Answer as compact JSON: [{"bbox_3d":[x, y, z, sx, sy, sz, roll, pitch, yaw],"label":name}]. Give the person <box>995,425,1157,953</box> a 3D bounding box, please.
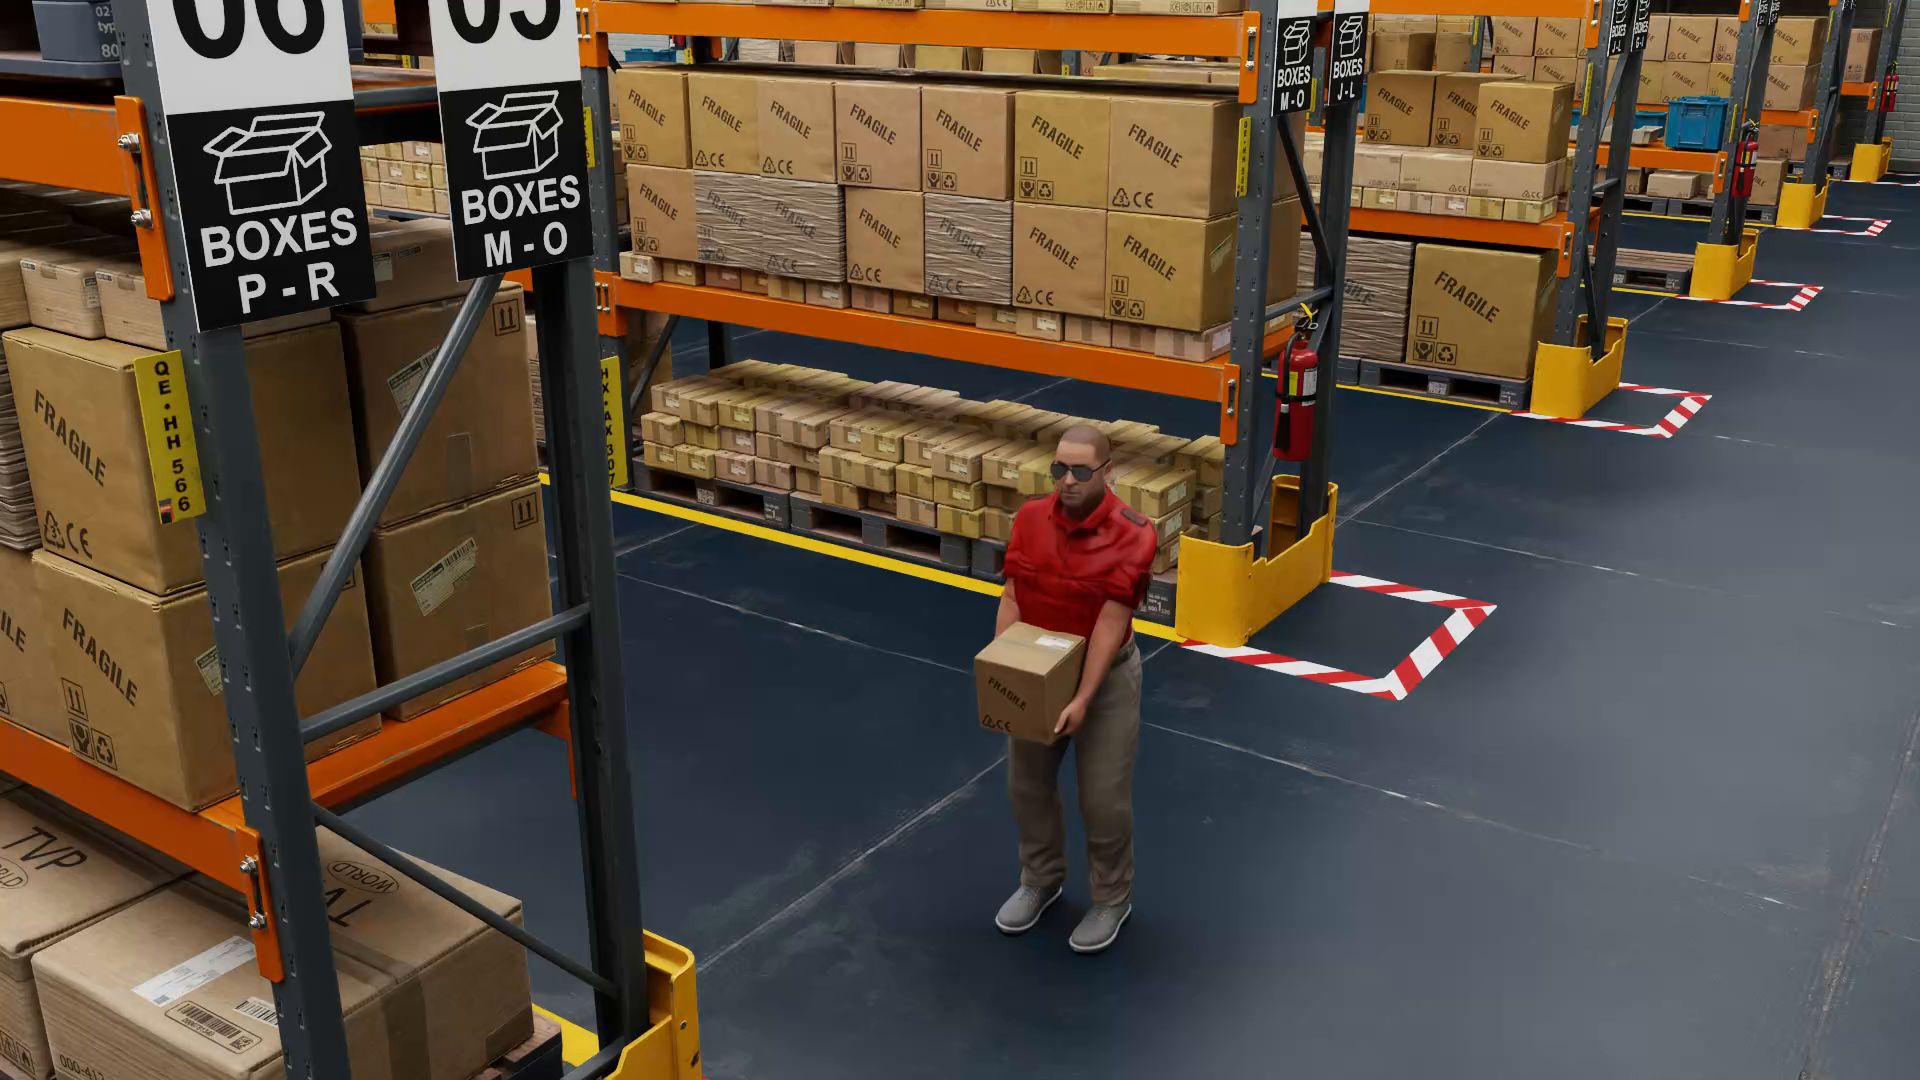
[{"bbox_3d":[0.340,0.484,5.261,0.490,1.725,0.550,12,23,31],"label":"person"}]
